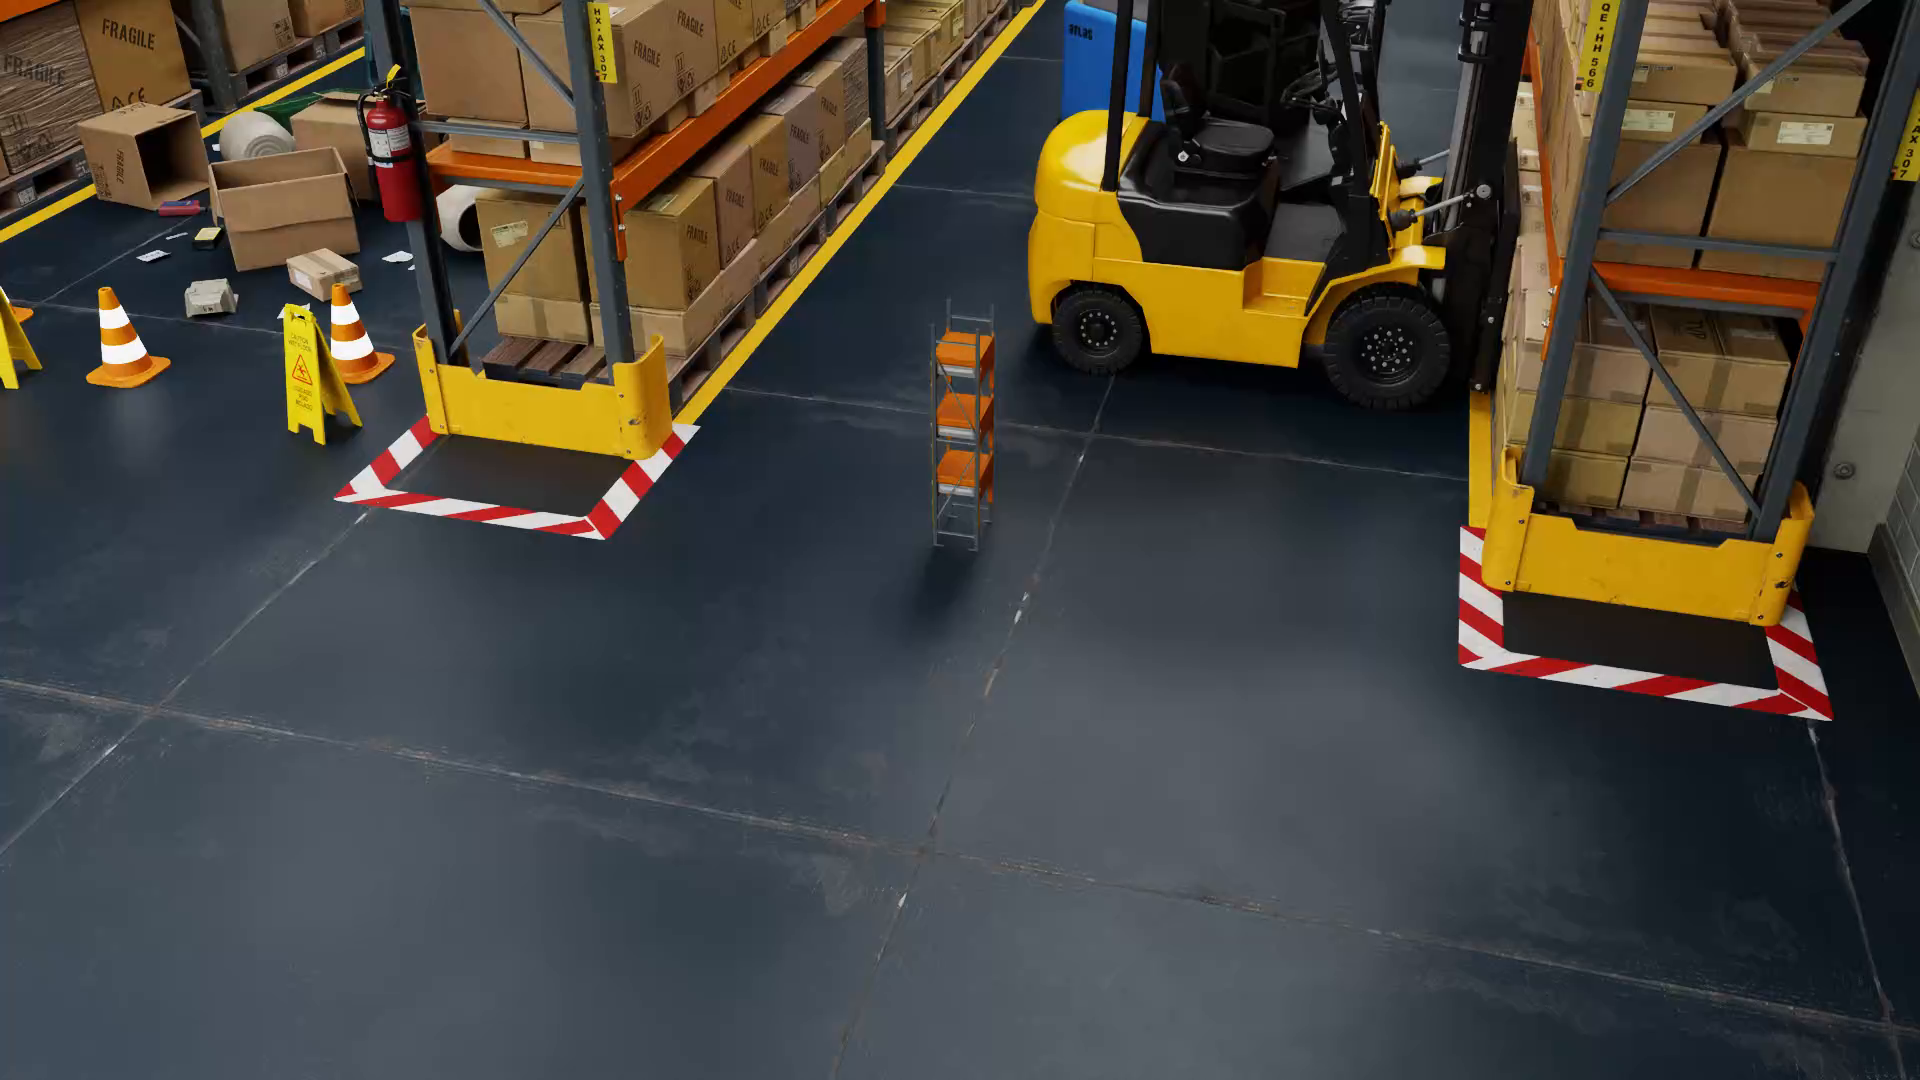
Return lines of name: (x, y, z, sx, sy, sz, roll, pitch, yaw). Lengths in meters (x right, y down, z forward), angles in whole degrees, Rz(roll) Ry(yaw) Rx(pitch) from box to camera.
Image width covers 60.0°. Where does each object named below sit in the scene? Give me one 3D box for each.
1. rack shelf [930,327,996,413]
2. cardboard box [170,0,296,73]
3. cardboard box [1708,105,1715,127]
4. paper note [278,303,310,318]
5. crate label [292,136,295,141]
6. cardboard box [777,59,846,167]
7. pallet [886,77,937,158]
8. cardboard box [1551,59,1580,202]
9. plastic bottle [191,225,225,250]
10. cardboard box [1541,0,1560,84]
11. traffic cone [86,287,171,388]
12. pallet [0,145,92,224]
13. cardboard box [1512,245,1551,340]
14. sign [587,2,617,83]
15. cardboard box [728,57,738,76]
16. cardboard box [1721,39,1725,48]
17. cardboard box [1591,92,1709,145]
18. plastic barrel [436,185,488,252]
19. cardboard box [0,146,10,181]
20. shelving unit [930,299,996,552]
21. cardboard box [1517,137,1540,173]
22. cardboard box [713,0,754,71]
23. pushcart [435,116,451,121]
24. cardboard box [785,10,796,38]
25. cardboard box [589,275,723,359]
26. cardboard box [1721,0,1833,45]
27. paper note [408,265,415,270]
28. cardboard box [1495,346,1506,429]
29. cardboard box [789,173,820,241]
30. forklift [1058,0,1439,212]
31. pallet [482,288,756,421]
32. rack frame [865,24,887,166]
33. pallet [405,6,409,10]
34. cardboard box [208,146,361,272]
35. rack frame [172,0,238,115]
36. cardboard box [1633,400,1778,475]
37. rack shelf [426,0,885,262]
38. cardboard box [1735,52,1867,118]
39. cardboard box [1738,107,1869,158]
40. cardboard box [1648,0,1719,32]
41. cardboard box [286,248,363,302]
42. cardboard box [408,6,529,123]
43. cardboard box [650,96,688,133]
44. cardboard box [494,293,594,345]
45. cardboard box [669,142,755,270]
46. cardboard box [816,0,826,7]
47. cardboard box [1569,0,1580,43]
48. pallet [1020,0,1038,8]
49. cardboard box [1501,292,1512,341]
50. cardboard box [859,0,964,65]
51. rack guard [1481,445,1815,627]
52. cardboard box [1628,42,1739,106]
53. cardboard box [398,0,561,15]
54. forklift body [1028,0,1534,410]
rack shelf: (0.014, -0.701, 6.865, 0.215, 0.259, 0.240, 8, 33, 12)
cardboard box: (-5.736, -4.024, 12.489, 1.050, 0.750, 0.750, 8, 33, 12)
cardboard box: (3.299, -1.625, 6.917, 0.500, 0.500, 0.500, 9, 34, 14)
paper note: (-3.693, -1.273, 9.223, 0.148, 0.019, 0.142, -3, 33, -4)
crate label: (-4.426, -2.688, 11.351, 0.298, 0.136, 0.250, -14, 35, -21)
cardboard box: (-1.011, -2.565, 9.962, 0.500, 0.500, 0.500, 9, 33, 13)
pallet: (-0.797, -3.067, 11.878, 1.003, 0.211, 1.213, 8, 33, 12)
cardboard box: (2.806, -1.692, 7.022, 0.500, 0.500, 0.500, 9, 34, 14)
plastic bottle: (-4.556, -1.844, 10.094, 0.133, 0.061, 0.283, -3, 33, -4)
cardboard box: (3.200, -2.478, 8.259, 0.500, 0.500, 0.500, 8, 33, 12)
traffic cone: (-4.307, -1.067, 8.497, 0.336, 0.463, 0.334, 8, 33, 12)
pallet: (-6.383, -2.265, 10.617, 1.003, 0.211, 1.213, 8, 33, 12)
cardboard box: (2.733, -1.076, 7.387, 0.500, 0.250, 0.500, 9, 33, 13)
sign: (-1.483, -2.056, 6.881, 0.100, 0.325, 0.005, 8, 33, 12)
cardboard box: (-1.374, -2.475, 8.582, 0.380, 0.149, 0.250, 9, 34, 14)
cardboard box: (3.330, -1.945, 6.816, 0.380, 0.149, 0.250, 7, 33, 11)
cardboard box: (2.611, -1.624, 6.311, 0.380, 0.149, 0.250, 8, 33, 13)
plastic barrel: (-2.948, -1.955, 9.930, 0.421, 0.421, 0.512, -21, 38, -29)
cardboard box: (-6.492, -2.484, 9.950, 0.875, 0.875, 0.875, 8, 33, 12)
shelving unit: (0.014, -0.471, 7.012, 0.215, 1.050, 0.252, 8, 33, 12)
cardboard box: (3.128, -1.873, 8.639, 0.500, 0.250, 0.500, 9, 34, 14)
cardboard box: (-1.363, -2.674, 8.289, 0.500, 0.500, 0.500, 7, 33, 11)
pushcart: (-3.211, -3.018, 11.645, 1.648, 0.377, 0.936, -3, 33, -4)
cardboard box: (-1.128, -2.869, 9.201, 0.380, 0.149, 0.250, 7, 33, 12)
cardboard box: (-1.536, -1.162, 8.453, 0.500, 0.250, 0.500, 8, 33, 12)
cardboard box: (3.316, -2.073, 6.741, 0.380, 0.149, 0.250, 8, 33, 13)
paper note: (-3.202, -1.613, 9.779, 0.032, 0.001, 0.123, 8, 33, 12)
cardboard box: (2.743, -0.651, 7.649, 0.500, 0.250, 0.500, 8, 33, 12)
cardboard box: (-1.142, -1.972, 9.728, 0.500, 0.250, 0.500, 9, 33, 13)
forklift: (2.003, -3.380, 9.835, 1.130, 2.935, 3.031, -25, 40, -34)
pallet: (-1.748, -1.044, 8.695, 1.003, 0.211, 1.213, 8, 33, 12)
rack frame: (-0.993, -3.840, 10.494, 1.000, 3.000, 0.127, 8, 33, 12)
pallet: (-5.064, -4.961, 14.858, 1.003, 0.211, 1.213, 8, 33, 12)
cardboard box: (-4.011, -1.967, 9.875, 0.797, 0.503, 0.637, -14, 35, -21)
rack frame: (-5.807, -4.461, 11.472, 1.000, 3.000, 0.127, 8, 33, 12)
cardboard box: (3.114, -0.534, 6.999, 0.500, 0.250, 0.500, 9, 33, 13)
rack shelf: (-1.500, -2.498, 9.055, 1.077, 0.370, 4.000, 8, 33, 12)
cardboard box: (3.086, -1.677, 6.117, 0.380, 0.149, 0.250, 7, 33, 11)
cardboard box: (3.131, -1.547, 6.190, 0.380, 0.149, 0.250, 7, 33, 11)
cardboard box: (2.889, -2.137, 6.841, 0.380, 0.149, 0.250, 8, 33, 13)
cardboard box: (-3.629, -1.516, 9.496, 0.380, 0.149, 0.250, 28, 42, 36)
cardboard box: (-2.137, -2.251, 7.624, 0.500, 0.500, 0.500, 7, 33, 12)
cardboard box: (-1.525, -2.066, 7.938, 0.380, 0.149, 0.250, 7, 33, 11)
cardboard box: (-2.057, -1.250, 8.591, 0.500, 0.250, 0.500, 8, 33, 12)
cardboard box: (-1.402, -1.763, 8.699, 0.500, 0.500, 0.500, 7, 33, 11)
cardboard box: (-0.978, -3.270, 9.833, 0.380, 0.149, 0.250, 8, 33, 13)
cardboard box: (2.913, -2.293, 7.364, 0.380, 0.149, 0.250, 8, 33, 13)
pallet: (0.295, -5.138, 15.135, 1.003, 0.211, 1.213, 8, 33, 12)
cardboard box: (2.864, -1.143, 7.957, 0.500, 0.250, 0.500, 7, 33, 11)
cardboard box: (-0.508, -3.915, 12.671, 0.950, 0.372, 0.625, 9, 34, 14)
rack guard: (2.788, -0.023, 6.820, 1.175, 0.500, 0.348, 8, 33, 12)
cardboard box: (2.681, -1.746, 6.226, 0.380, 0.149, 0.250, 8, 33, 12)
cardboard box: (-2.090, -2.649, 7.318, 0.700, 0.500, 0.500, 7, 33, 11)
forklift body: (1.511, -1.964, 8.335, 2.313, 2.155, 1.214, 8, 33, 12)
